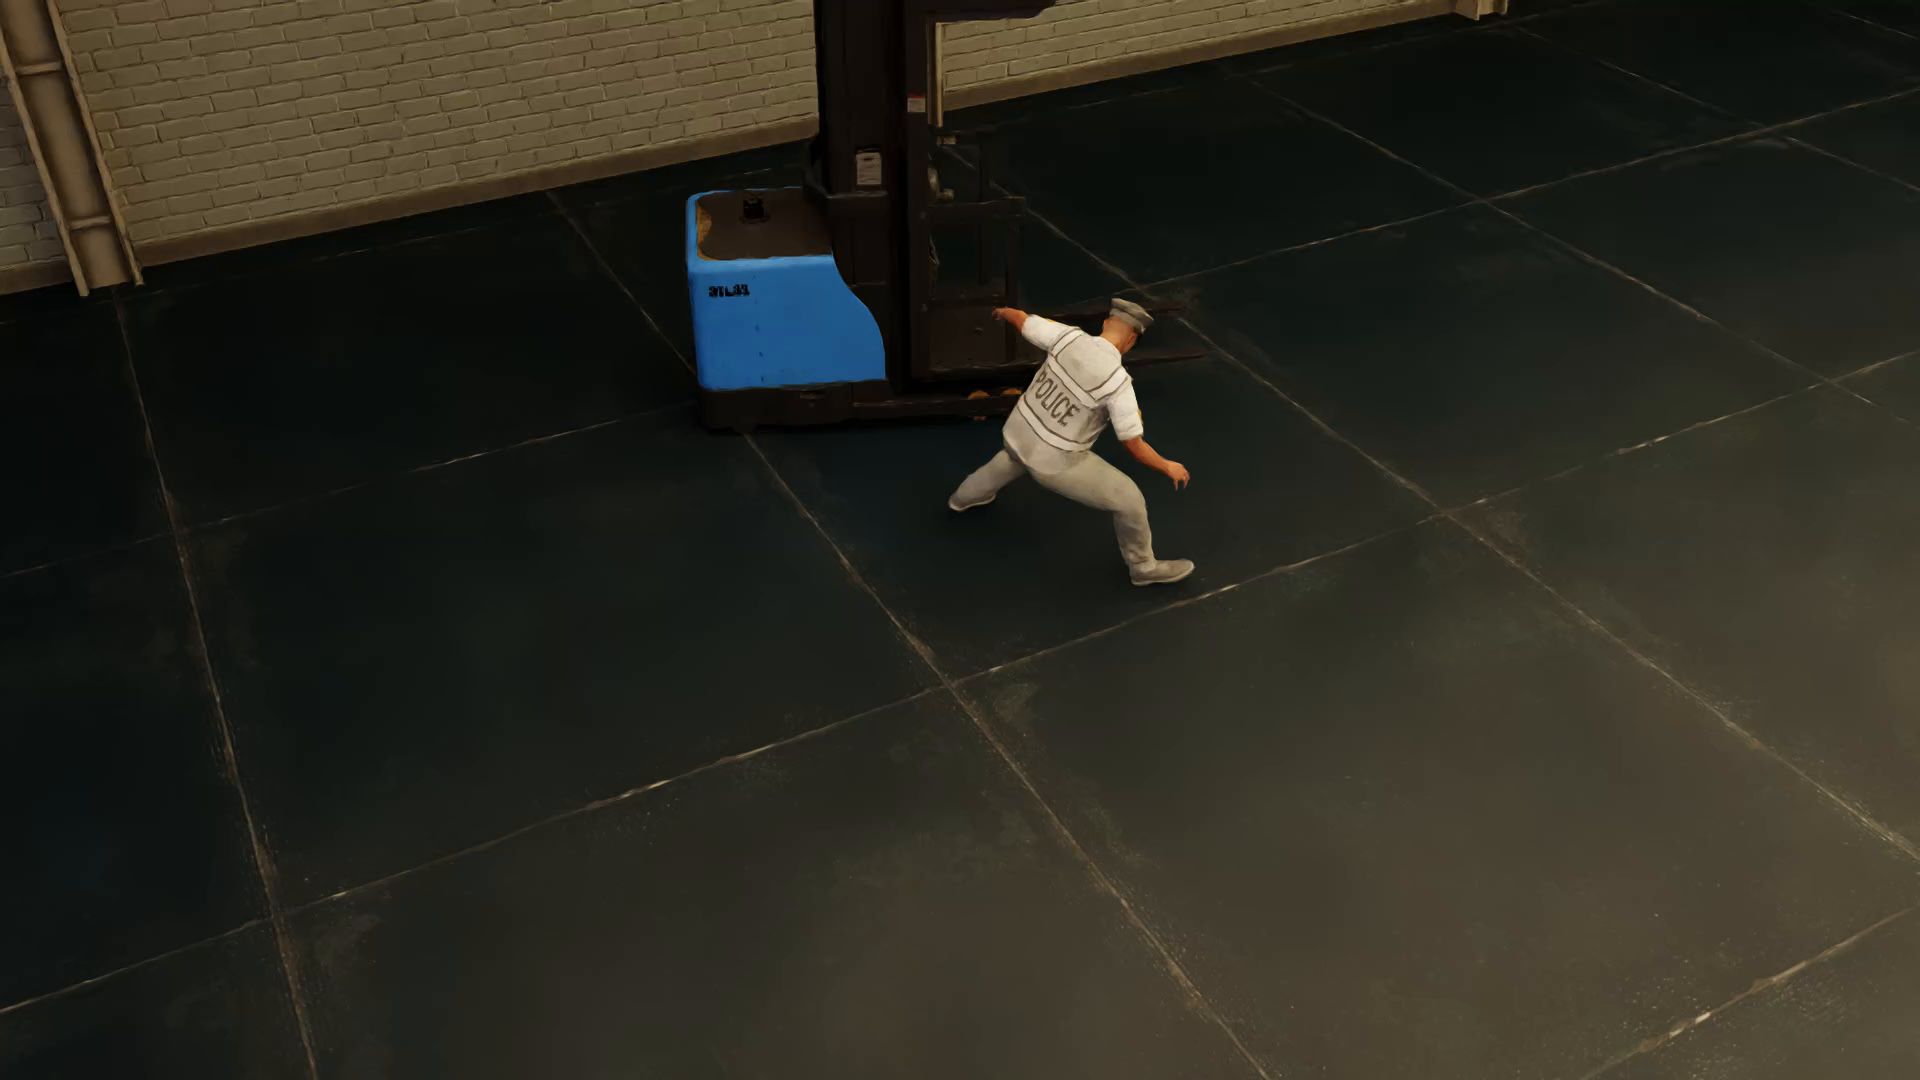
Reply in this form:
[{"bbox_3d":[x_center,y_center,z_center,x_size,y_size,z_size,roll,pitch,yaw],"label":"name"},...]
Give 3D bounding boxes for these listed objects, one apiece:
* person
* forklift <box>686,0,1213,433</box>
[{"bbox_3d":[0.541,-0.546,8.189,0.750,1.455,1.252,-20,40,-25],"label":"person"},{"bbox_3d":[-0.045,-2.189,9.220,3.031,2.935,1.130,-5,36,-7],"label":"forklift"}]
